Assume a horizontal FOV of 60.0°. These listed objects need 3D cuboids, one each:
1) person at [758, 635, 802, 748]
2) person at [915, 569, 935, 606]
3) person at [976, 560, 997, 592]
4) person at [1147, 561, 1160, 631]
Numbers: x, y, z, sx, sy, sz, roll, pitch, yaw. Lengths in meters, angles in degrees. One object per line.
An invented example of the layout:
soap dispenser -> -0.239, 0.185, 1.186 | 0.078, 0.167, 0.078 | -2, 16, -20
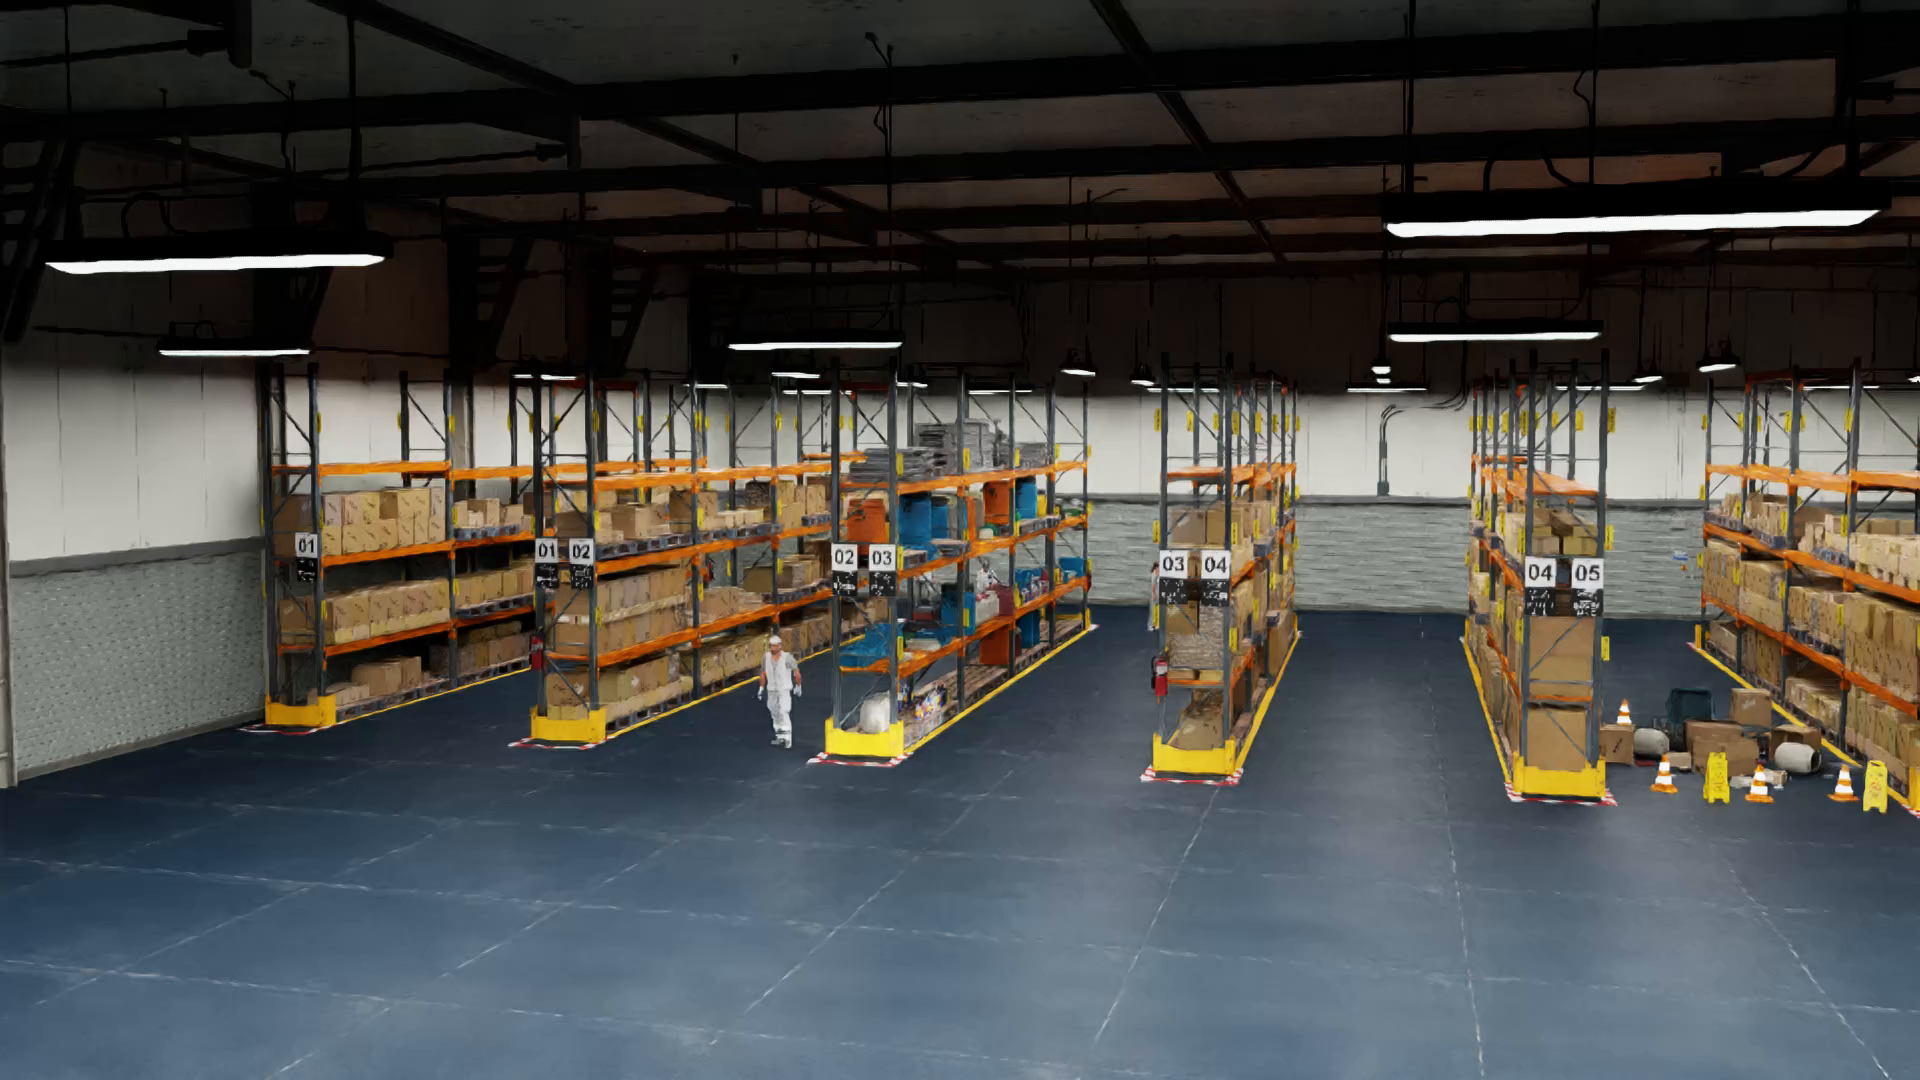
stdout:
person -> -2.778, 2.323, 25.739 | 0.615, 1.747, 0.605 | 1, 4, 17
person -> -0.973, 1.024, 44.332 | 0.661, 1.713, 0.844 | 0, 4, -3
person -> 0.640, 1.304, 40.437 | 0.540, 1.676, 1.120 | 1, 4, 12
person -> 4.735, 1.337, 40.026 | 0.398, 1.675, 0.549 | 2, 5, 31
